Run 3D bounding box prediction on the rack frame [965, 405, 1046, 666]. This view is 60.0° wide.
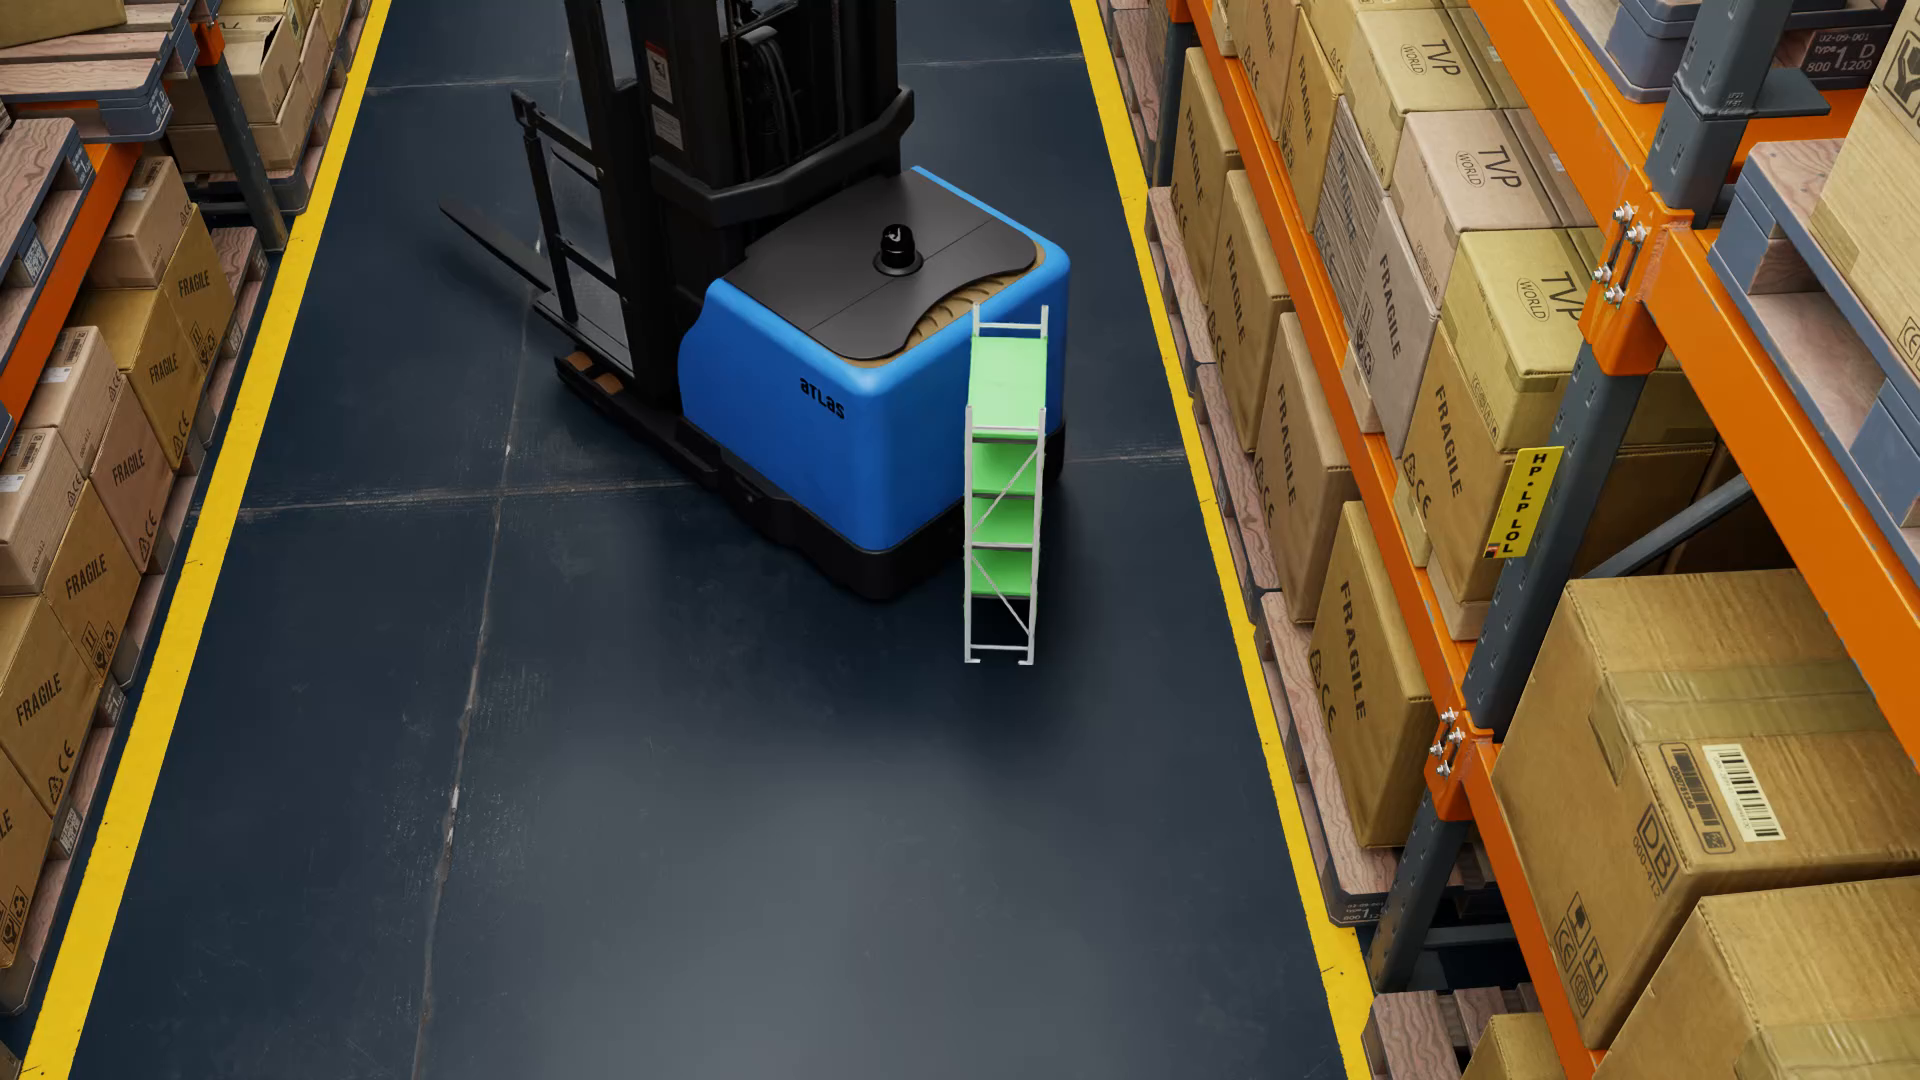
[{"bbox_3d":[0.137,0.018,5.406,0.240,1.200,0.015,2,47,2],"label":"rack frame"}]

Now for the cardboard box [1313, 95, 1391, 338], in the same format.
[{"bbox_3d":[1.355,-0.939,4.786,0.500,0.500,0.500,-3,47,-3],"label":"cardboard box"}]

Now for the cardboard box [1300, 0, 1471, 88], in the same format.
[{"bbox_3d":[1.318,-1.577,4.873,0.500,0.250,0.500,-4,47,-4],"label":"cardboard box"}]

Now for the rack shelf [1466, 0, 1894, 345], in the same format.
[{"bbox_3d":[1.564,-1.976,4.485,1.077,0.370,4.000,-3,47,-3],"label":"rack shelf"}]

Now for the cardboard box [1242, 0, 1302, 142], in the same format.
[{"bbox_3d":[1.257,-1.677,5.485,0.500,0.500,0.500,-4,47,-3],"label":"cardboard box"}]

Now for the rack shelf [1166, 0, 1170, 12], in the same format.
[{"bbox_3d":[1.229,-3.838,8.315,1.077,0.370,4.000,-3,47,-3],"label":"rack shelf"}]

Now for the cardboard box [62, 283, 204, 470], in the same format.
[{"bbox_3d":[-3.184,-0.590,6.161,0.500,0.500,0.500,-5,47,-5],"label":"cardboard box"}]

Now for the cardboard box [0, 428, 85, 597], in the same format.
[{"bbox_3d":[-3.086,-0.079,5.161,0.500,0.250,0.500,-3,47,-3],"label":"cardboard box"}]

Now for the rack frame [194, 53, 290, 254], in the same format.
[{"bbox_3d":[-3.540,-2.335,6.395,1.000,3.000,0.127,-3,47,-3],"label":"rack frame"}]

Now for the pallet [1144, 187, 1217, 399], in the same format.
[{"bbox_3d":[1.387,-1.105,7.151,1.003,0.211,1.213,-3,47,-3],"label":"pallet"}]

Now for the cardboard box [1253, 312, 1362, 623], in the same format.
[{"bbox_3d":[1.470,-0.255,5.617,0.750,0.750,0.750,-2,47,-2],"label":"cardboard box"}]

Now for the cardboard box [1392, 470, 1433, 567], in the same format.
[{"bbox_3d":[1.376,-0.074,4.413,0.380,0.149,0.250,-3,47,-3],"label":"cardboard box"}]

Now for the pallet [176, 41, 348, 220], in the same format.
[{"bbox_3d":[-3.570,-1.974,7.974,1.003,0.211,1.213,-3,47,-3],"label":"pallet"}]

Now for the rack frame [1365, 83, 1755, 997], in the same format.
[{"bbox_3d":[1.731,0.255,3.942,1.000,3.000,0.127,-3,47,-3],"label":"rack frame"}]

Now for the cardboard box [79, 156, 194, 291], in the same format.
[{"bbox_3d":[-3.218,-1.182,6.205,0.500,0.250,0.500,-2,47,-2],"label":"cardboard box"}]

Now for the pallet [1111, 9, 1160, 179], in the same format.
[{"bbox_3d":[1.332,-2.245,8.231,1.003,0.211,1.213,-3,47,-3],"label":"pallet"}]

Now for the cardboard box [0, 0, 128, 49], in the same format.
[{"bbox_3d":[-3.375,-2.065,5.782,0.700,0.500,0.500,-18,49,-16],"label":"cardboard box"}]

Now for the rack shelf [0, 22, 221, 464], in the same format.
[{"bbox_3d":[-3.372,-0.641,5.286,1.077,0.370,4.000,-3,47,-3],"label":"rack shelf"}]

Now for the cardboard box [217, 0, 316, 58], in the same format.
[{"bbox_3d":[-3.343,-2.503,7.773,0.500,0.311,0.500,-5,47,-4],"label":"cardboard box"}]

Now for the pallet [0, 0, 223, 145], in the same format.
[{"bbox_3d":[-3.413,-1.783,6.005,1.213,0.211,1.003,-3,47,-3],"label":"pallet"}]

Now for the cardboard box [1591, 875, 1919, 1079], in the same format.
[{"bbox_3d":[1.816,1.074,2.960,0.980,0.700,0.700,-5,47,-4],"label":"cardboard box"}]

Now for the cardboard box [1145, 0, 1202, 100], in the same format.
[{"bbox_3d":[1.284,-2.448,7.921,0.700,0.500,0.500,-3,47,-3],"label":"cardboard box"}]

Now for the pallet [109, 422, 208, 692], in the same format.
[{"bbox_3d":[-3.416,0.047,6.060,1.003,0.211,1.213,-3,47,-3],"label":"pallet"}]

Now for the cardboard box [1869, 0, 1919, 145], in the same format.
[{"bbox_3d":[1.511,-0.628,1.942,0.500,0.500,0.500,-4,47,-4],"label":"cardboard box"}]

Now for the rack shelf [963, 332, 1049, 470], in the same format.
[{"bbox_3d":[0.149,-0.445,5.272,0.258,0.148,0.480,2,47,2],"label":"rack shelf"}]

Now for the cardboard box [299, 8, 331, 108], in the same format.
[{"bbox_3d":[-3.334,-2.294,7.961,0.500,0.250,0.500,-5,47,-4],"label":"cardboard box"}]

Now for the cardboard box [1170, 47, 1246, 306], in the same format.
[{"bbox_3d":[1.327,-1.504,6.800,0.750,0.750,0.750,-4,47,-4],"label":"cardboard box"}]

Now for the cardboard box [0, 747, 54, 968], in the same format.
[{"bbox_3d":[-3.002,0.903,4.748,0.500,0.500,0.500,-5,47,-5],"label":"cardboard box"}]

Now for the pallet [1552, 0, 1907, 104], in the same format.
[{"bbox_3d":[1.605,-1.371,3.548,0.805,0.209,1.217,-5,47,-5],"label":"pallet"}]

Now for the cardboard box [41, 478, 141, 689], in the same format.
[{"bbox_3d":[-3.093,0.155,5.456,0.500,0.500,0.500,-3,47,-3],"label":"cardboard box"}]

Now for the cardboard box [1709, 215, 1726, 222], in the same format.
[{"bbox_3d":[1.902,-0.873,4.207,0.500,0.250,0.500,-3,47,-3],"label":"cardboard box"}]

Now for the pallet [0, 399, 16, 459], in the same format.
[{"bbox_3d":[-3.163,0.040,4.278,1.003,0.211,1.213,-3,47,-3],"label":"pallet"}]

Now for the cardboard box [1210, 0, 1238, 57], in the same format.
[{"bbox_3d":[1.143,-1.927,6.168,0.380,0.149,0.250,-2,47,-2],"label":"cardboard box"}]

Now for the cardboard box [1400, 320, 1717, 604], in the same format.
[{"bbox_3d":[1.441,-0.207,4.093,0.500,0.500,0.500,-4,47,-4],"label":"cardboard box"}]

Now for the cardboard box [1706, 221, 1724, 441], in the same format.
[{"bbox_3d":[1.952,-0.495,3.849,0.500,0.250,0.500,-2,47,-2],"label":"cardboard box"}]

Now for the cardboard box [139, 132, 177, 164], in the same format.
[{"bbox_3d":[-3.827,-1.900,7.588,0.500,0.250,0.500,-2,47,-2],"label":"cardboard box"}]

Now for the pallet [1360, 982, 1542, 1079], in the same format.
[{"bbox_3d":[1.717,1.769,4.429,1.003,0.211,1.213,-3,47,-3],"label":"pallet"}]

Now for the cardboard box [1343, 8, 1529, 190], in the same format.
[{"bbox_3d":[1.361,-1.208,4.524,0.500,0.250,0.500,-3,47,-3],"label":"cardboard box"}]

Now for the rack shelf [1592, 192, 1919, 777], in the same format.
[{"bbox_3d":[1.899,0.918,1.744,1.077,0.370,4.000,-3,47,-3],"label":"rack shelf"}]

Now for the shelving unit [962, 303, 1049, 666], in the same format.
[{"bbox_3d":[0.149,-0.159,5.574,0.258,1.200,0.503,2,47,2],"label":"shelving unit"}]

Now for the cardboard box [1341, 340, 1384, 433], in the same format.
[{"bbox_3d":[1.319,-0.452,4.771,0.380,0.149,0.250,-3,47,-3],"label":"cardboard box"}]

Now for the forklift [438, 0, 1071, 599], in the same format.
[{"bbox_3d":[-1.004,-1.756,5.894,3.031,2.935,1.130,36,56,29],"label":"forklift"}]

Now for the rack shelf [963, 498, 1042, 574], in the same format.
[{"bbox_3d":[0.149,-0.115,5.620,0.258,0.148,0.480,2,47,2],"label":"rack shelf"}]
